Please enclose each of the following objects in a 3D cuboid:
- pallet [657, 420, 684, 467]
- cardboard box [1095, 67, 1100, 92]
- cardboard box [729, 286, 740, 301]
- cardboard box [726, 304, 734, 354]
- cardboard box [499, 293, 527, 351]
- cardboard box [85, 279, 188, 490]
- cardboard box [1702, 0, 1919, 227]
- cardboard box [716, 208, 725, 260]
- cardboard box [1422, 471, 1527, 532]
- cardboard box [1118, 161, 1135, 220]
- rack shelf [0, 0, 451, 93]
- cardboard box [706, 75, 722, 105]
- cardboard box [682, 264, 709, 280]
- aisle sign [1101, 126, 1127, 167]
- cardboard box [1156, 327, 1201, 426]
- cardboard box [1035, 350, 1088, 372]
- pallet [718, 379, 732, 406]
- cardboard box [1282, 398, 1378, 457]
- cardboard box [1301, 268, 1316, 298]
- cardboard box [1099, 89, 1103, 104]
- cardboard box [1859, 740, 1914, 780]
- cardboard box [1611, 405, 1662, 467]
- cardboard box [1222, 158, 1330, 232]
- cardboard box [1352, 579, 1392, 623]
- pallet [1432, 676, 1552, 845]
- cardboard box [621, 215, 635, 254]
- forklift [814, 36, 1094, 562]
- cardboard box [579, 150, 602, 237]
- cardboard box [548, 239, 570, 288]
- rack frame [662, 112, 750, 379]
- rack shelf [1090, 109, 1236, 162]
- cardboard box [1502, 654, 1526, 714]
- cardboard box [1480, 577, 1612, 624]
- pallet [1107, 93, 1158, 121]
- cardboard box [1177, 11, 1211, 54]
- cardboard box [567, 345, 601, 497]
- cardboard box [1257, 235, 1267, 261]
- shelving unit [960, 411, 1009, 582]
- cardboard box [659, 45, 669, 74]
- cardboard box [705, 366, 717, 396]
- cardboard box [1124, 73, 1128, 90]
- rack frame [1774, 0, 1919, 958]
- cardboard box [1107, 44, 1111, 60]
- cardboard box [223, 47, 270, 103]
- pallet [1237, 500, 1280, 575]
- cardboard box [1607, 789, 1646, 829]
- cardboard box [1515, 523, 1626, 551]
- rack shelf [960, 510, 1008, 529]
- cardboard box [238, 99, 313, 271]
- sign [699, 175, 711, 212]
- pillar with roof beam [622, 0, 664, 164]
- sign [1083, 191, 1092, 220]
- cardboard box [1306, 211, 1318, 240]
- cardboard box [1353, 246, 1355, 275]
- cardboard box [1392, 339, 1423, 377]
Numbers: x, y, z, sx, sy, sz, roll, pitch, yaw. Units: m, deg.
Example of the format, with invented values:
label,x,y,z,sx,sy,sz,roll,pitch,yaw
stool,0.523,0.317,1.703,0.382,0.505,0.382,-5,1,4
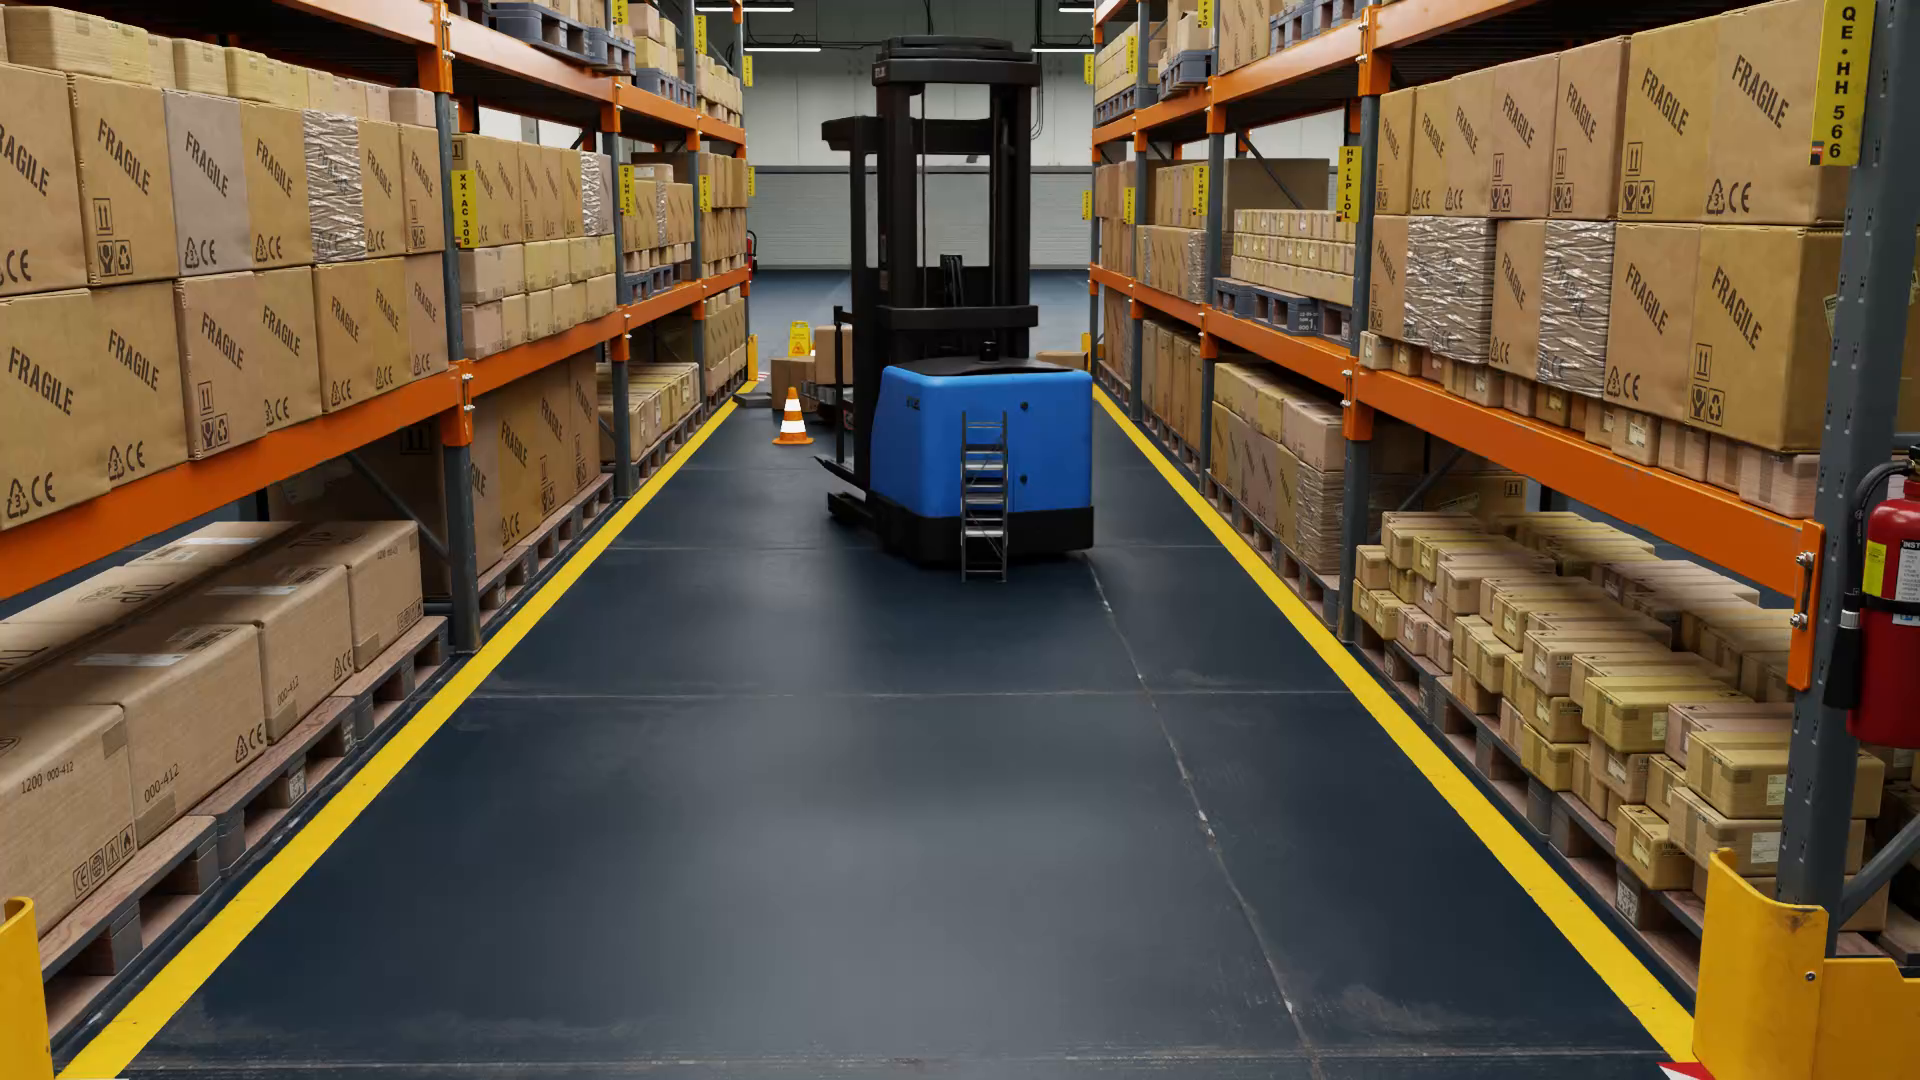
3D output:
label,x,y,z,sx,sy,sz,roll,pitch,yaw
pallet,-2.804,-0.783,13.389,1.003,0.211,1.213,0,11,-1
cardboard box,1.768,-5.084,18.349,0.500,0.250,0.500,0,11,-1
cardboard box,-2.580,-2.656,17.947,0.380,0.149,0.250,0,11,0
cardboard box,-2.637,-2.206,17.364,0.500,0.500,0.500,-1,11,-2
cardboard box,-2.441,-1.075,8.193,0.500,0.250,0.500,-1,11,-3
cardboard box,-2.363,-0.408,4.277,0.500,0.500,0.500,0,11,-2
cardboard box,2.087,-0.978,3.819,0.500,0.500,0.500,0,11,-2
cardboard box,-2.611,-3.031,16.454,0.500,0.500,0.500,0,11,-2
cardboard box,2.513,-0.127,8.370,0.500,0.500,0.500,0,11,1
cardboard box,1.997,-3.373,16.049,0.875,0.550,0.550,0,11,-1
rack shelf,-2.643,-1.677,5.048,1.077,0.370,4.000,0,11,-1
cardboard box,-2.602,-4.381,16.193,0.500,0.250,0.500,0,11,-1
cardboard box,-2.535,-2.489,15.413,0.380,0.149,0.250,0,11,-1
aisle sign,1.713,-4.670,18.997,0.394,0.787,0.004,0,11,-1
cardboard box,2.216,-1.377,13.903,1.050,0.750,0.750,0,11,-1
cardboard box,1.039,-1.669,17.021,0.500,0.500,0.500,2,12,9
pallet,-2.927,-1.558,17.206,1.003,0.211,1.213,0,11,-1
cardboard box,1.997,-0.596,8.795,0.500,0.250,0.500,0,11,2
cardboard box,2.031,-1.365,8.819,0.380,0.149,0.250,-1,11,-4
cardboard box,1.712,-4.815,18.029,0.380,0.149,0.250,0,11,-1
cardboard box,2.548,0.537,4.485,0.380,0.149,0.250,0,11,0
cardboard box,2.040,-0.293,4.593,0.380,0.149,0.250,0,11,0
cardboard box,2.181,-2.421,11.684,0.700,0.500,0.500,0,11,-1
cardboard box,1.949,0.267,7.312,0.380,0.149,0.250,-1,11,-4
pallet,2.340,0.745,5.856,1.003,0.211,1.213,0,11,-1
cardboard box,-2.545,-2.244,11.518,0.500,0.500,0.500,-1,11,-3
forklift,-0.214,-1.566,10.405,1.130,2.935,3.031,-4,12,-19
cardboard box,-2.476,-2.088,10.041,0.500,0.500,0.500,0,11,0
cardboard box,-2.446,-1.522,9.137,0.500,0.250,0.500,-1,11,-3
rack frame,-2.932,-3.343,18.993,1.000,3.000,0.127,0,11,-1
rack shelf,2.056,-4.103,17.006,1.077,0.370,4.000,0,11,-1
cardboard box,2.026,0.482,5.506,0.380,0.149,0.250,0,11,2
cardboard box,2.104,0.233,5.985,0.380,0.149,0.250,-1,11,-4
pallet,2.069,-4.419,16.977,1.003,0.211,1.213,0,11,-1
cardboard box,1.859,-3.681,12.030,0.500,0.311,0.500,0,11,-1
cardboard box,-2.835,-0.780,10.645,0.875,0.875,0.875,0,11,-2
cardboard box,2.011,-1.768,10.055,0.380,0.149,0.250,0,11,-1
shelving unit,0.130,-0.235,8.947,0.258,0.900,0.210,0,11,1
cardboard box,-2.687,-3.934,13.683,0.500,0.250,0.500,0,11,0
cardboard box,-2.592,-1.524,15.889,0.500,0.250,0.500,-1,11,-4
cardboard box,1.758,-4.363,15.798,0.380,0.149,0.250,0,11,0
rack frame,2.349,-0.203,3.515,0.949,2.616,0.053,0,11,-1
cardboard box,1.729,-5.056,17.209,0.380,0.149,0.250,0,11,-2
cardboard box,-2.322,-1.399,5.015,0.380,0.149,0.250,-1,11,-3
pallet,2.217,-0.029,9.672,1.003,0.211,1.213,0,11,-1
cardboard box,2.100,0.781,4.778,0.380,0.149,0.250,0,11,-1
cardboard box,2.575,0.022,7.024,0.380,0.149,0.250,0,11,0
rack shelf,0.130,-0.114,8.970,0.258,0.077,0.200,0,11,1
cardboard box,-2.374,-1.102,5.181,0.500,0.500,0.500,0,11,-1
sign,-2.295,-3.118,14.973,0.100,0.325,0.005,0,11,-1
pillar with roof beam,-5.097,-12.101,47.073,9.100,9.000,0.548,0,11,-1
sign,1.460,-3.845,19.093,0.100,0.325,0.005,0,11,-1
cardboard box,2.042,-1.657,8.762,0.380,0.149,0.250,-1,11,-3
cardboard box,2.057,-1.305,7.773,0.380,0.149,0.250,0,11,1
cardboard box,2.021,-0.766,6.923,0.380,0.149,0.250,0,11,1
